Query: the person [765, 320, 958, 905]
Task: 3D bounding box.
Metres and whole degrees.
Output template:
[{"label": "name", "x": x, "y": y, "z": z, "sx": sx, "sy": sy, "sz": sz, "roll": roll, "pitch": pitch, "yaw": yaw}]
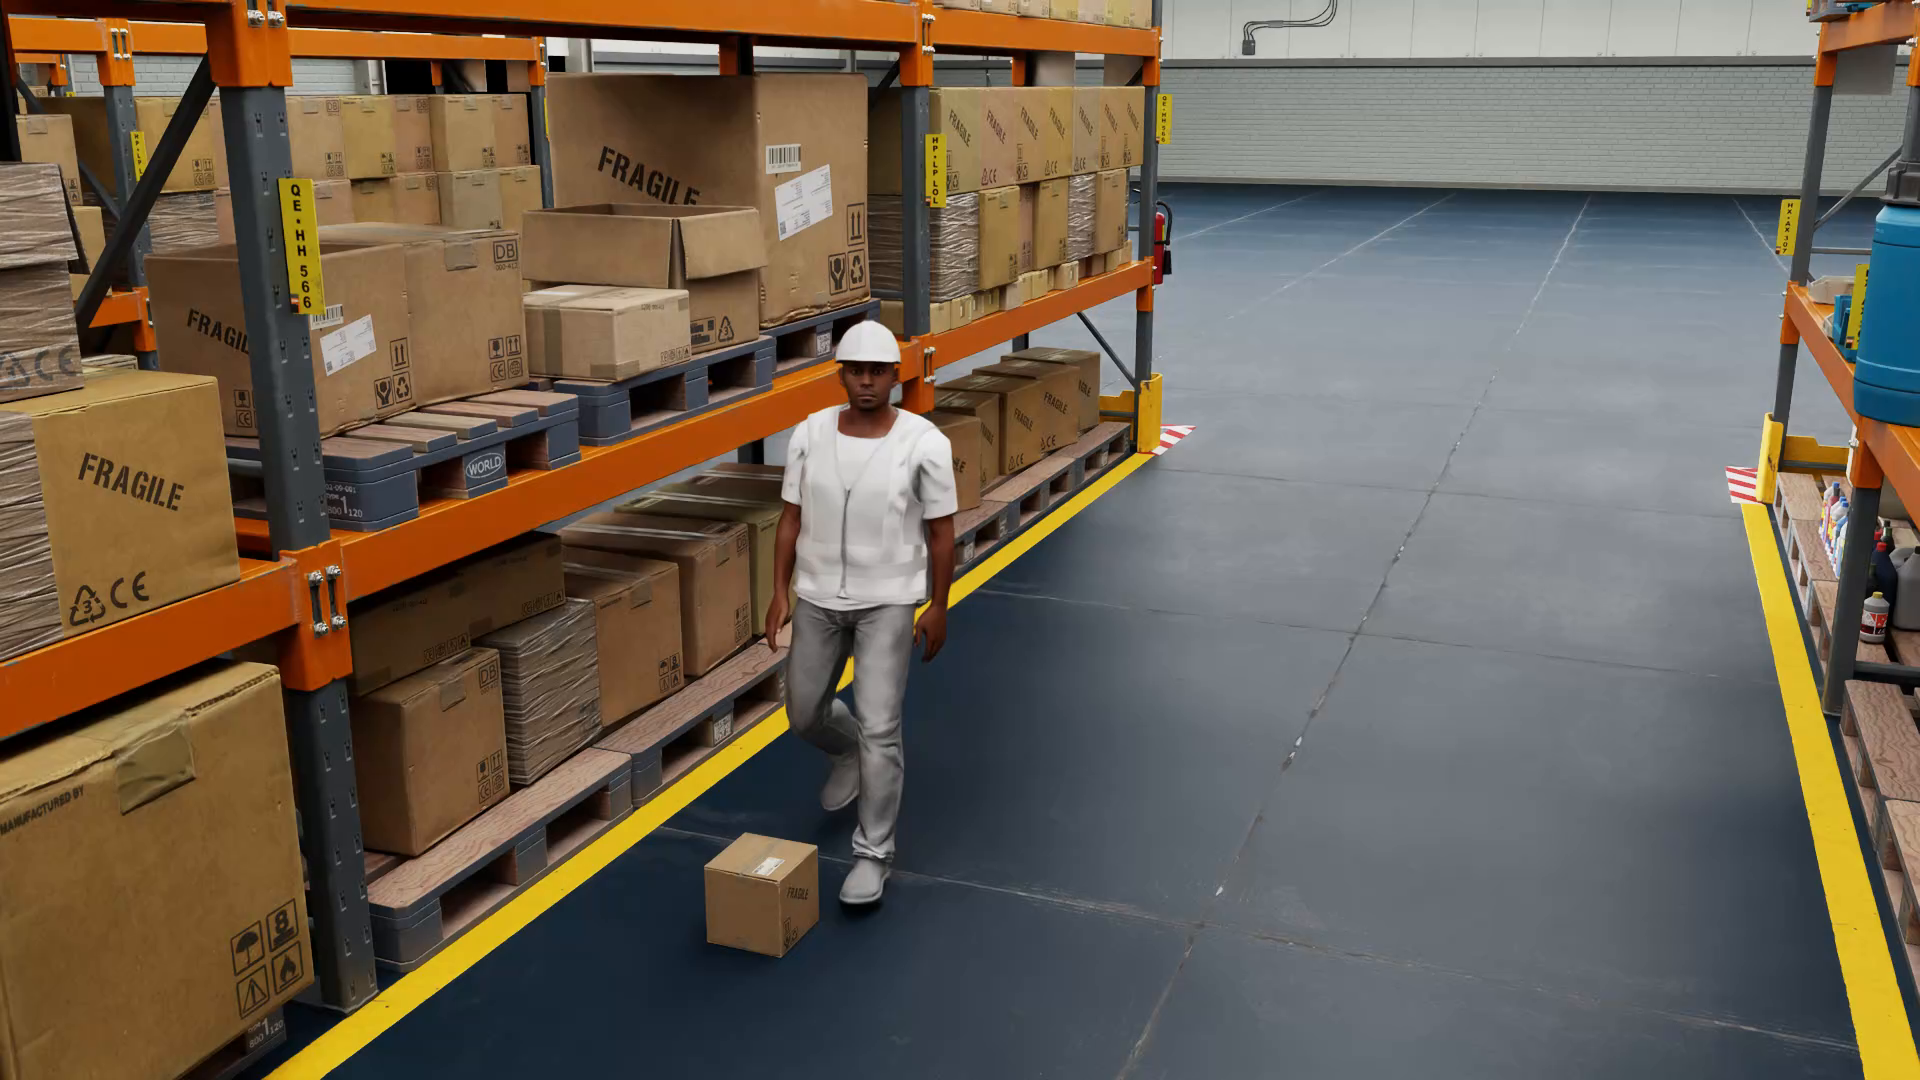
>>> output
[{"label": "person", "x": -0.328, "y": 0.194, "z": 5.241, "sx": 0.577, "sy": 1.748, "sz": 0.810, "roll": 5, "pitch": 16, "yaw": 16}]
